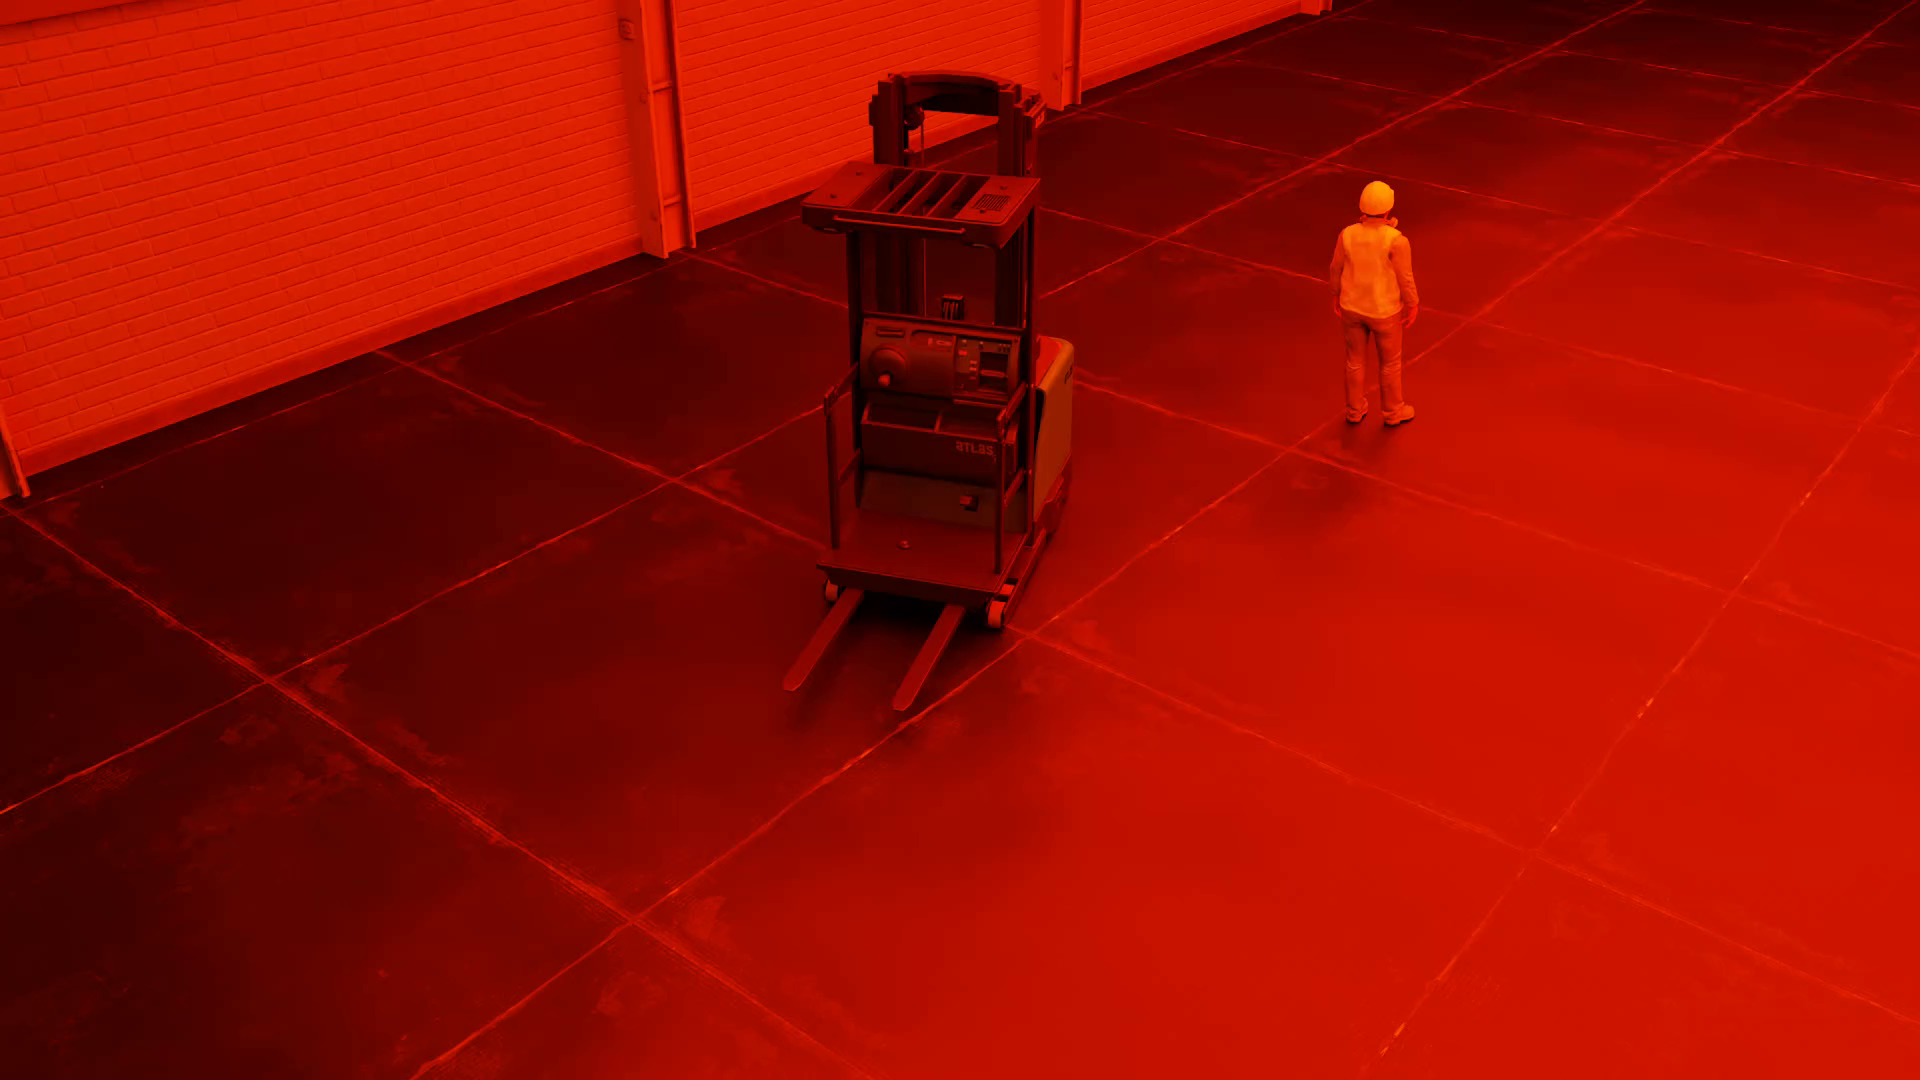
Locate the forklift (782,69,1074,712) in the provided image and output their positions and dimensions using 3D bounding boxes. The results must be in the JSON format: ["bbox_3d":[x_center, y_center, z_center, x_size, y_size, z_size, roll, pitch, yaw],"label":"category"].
[{"bbox_3d":[-0.176,-0.972,9.258,1.130,2.935,3.031,9,31,14],"label":"forklift"}]

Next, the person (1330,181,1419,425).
[{"bbox_3d":[2.895,-1.654,11.558,0.634,1.775,0.566,20,36,30],"label":"person"}]
